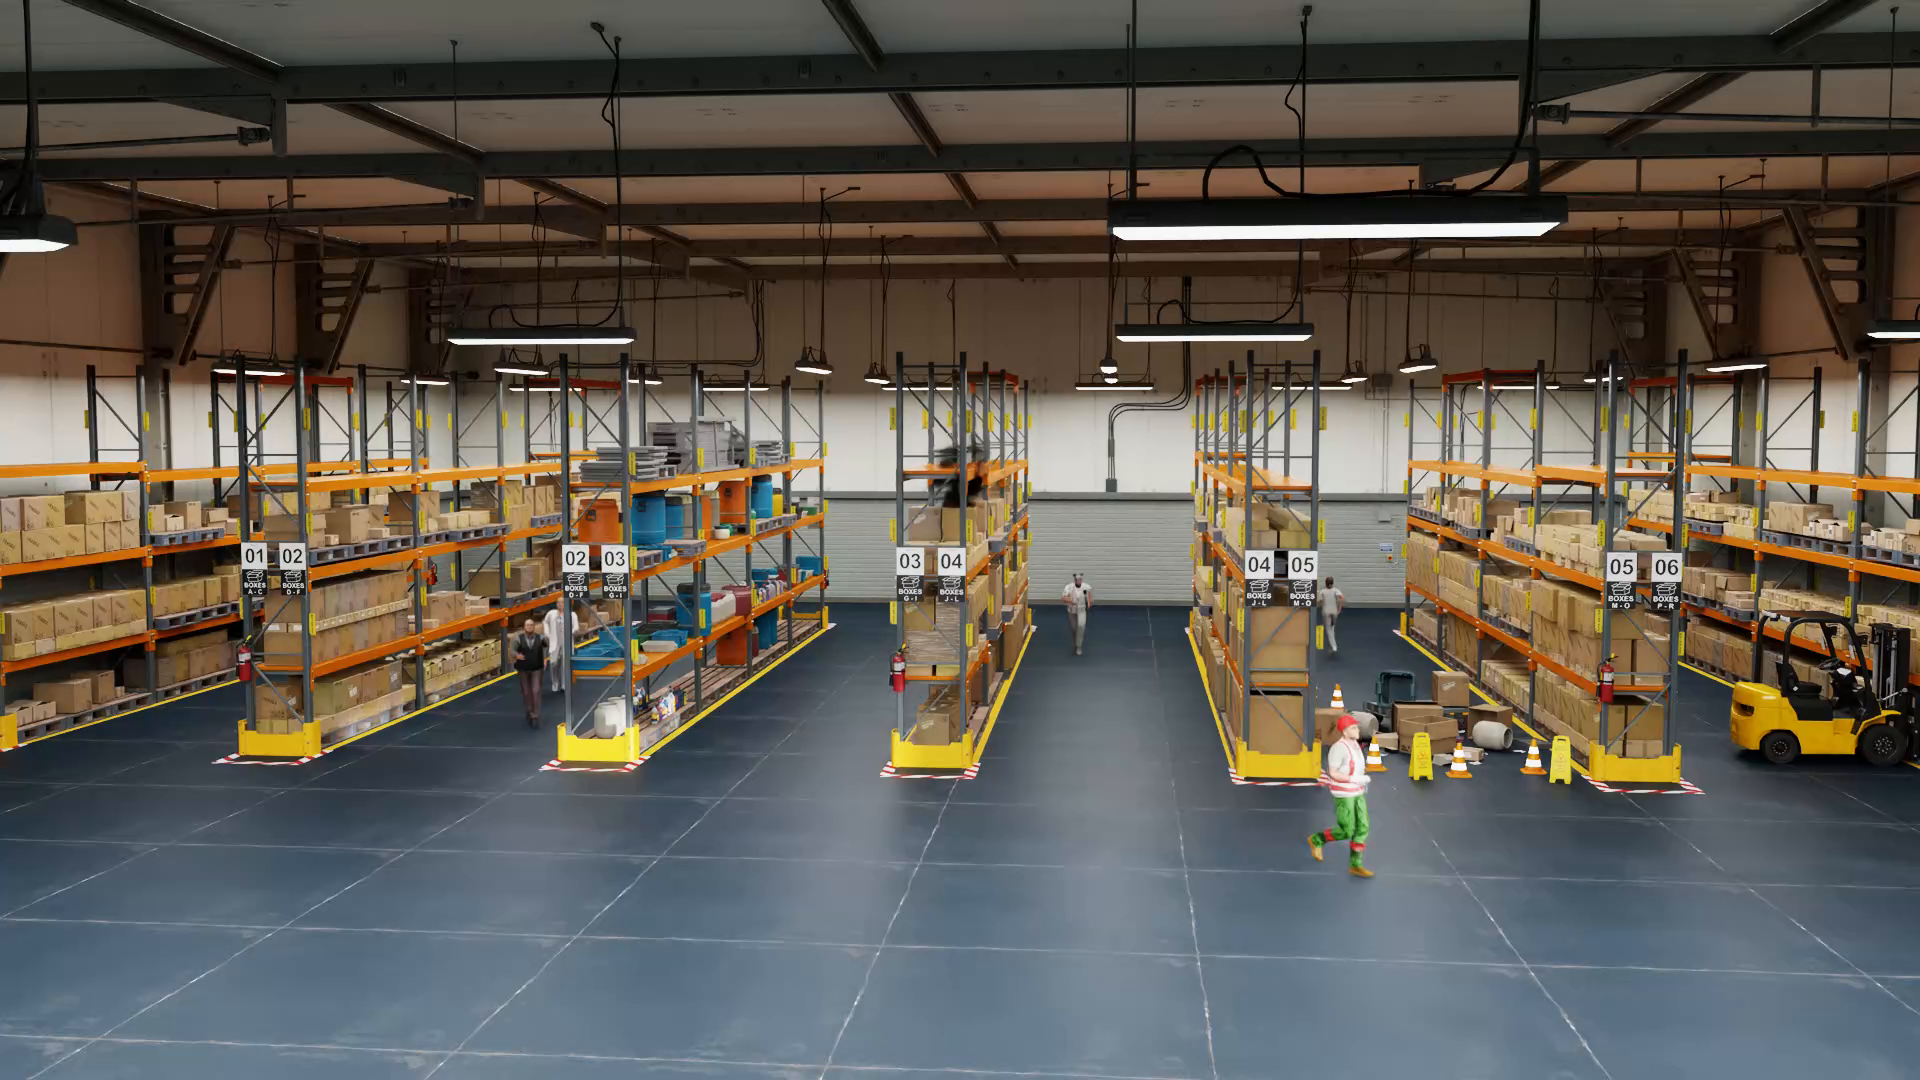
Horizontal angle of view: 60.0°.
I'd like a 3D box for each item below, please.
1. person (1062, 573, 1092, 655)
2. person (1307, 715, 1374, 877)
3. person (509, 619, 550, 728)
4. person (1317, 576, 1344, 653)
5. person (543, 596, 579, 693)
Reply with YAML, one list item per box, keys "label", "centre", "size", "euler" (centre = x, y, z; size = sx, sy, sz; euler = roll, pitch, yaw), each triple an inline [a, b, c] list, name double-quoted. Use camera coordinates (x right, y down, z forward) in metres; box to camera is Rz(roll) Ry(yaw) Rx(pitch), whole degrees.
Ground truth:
- label: "person"
  centre: [2.537, 1.572, 36.177]
  size: [0.648, 1.788, 1.094]
  euler: [0, 4, 6]
- label: "person"
  centre: [4.249, 2.810, 18.431]
  size: [0.782, 1.757, 0.663]
  euler: [3, 5, 40]
- label: "person"
  centre: [-7.116, 2.175, 27.482]
  size: [0.648, 1.737, 0.913]
  euler: [-1, 4, -11]
- label: "person"
  centre: [7.960, 1.648, 35.757]
  size: [0.543, 1.718, 0.799]
  euler: [0, 4, -2]
- label: "person"
  centre: [-7.382, 1.938, 30.725]
  size: [0.683, 1.783, 0.748]
  euler: [0, 4, -6]
